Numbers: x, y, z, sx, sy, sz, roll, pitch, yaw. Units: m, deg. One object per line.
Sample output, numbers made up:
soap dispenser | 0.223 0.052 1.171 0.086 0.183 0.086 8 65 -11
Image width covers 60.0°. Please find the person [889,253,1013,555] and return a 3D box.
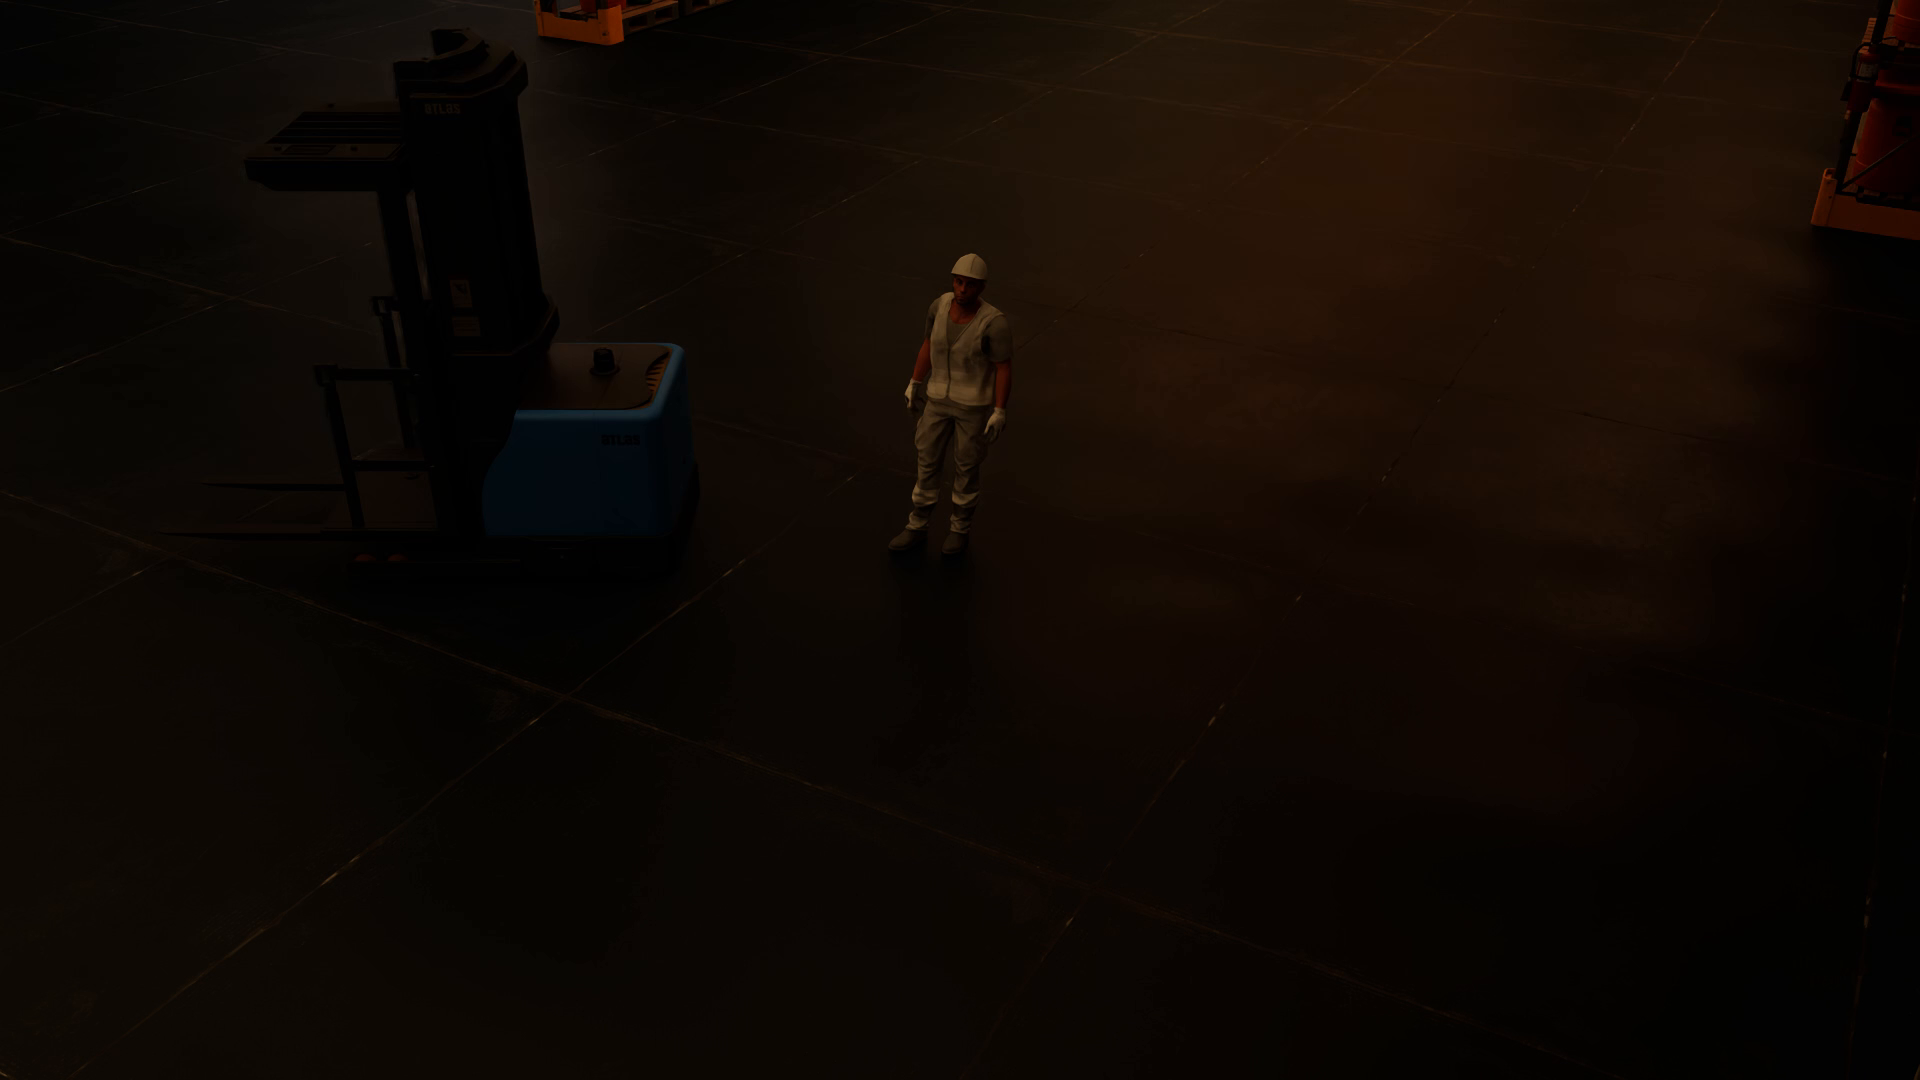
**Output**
person | -0.050 -0.749 9.496 0.637 1.790 0.562 15 33 25

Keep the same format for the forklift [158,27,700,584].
forklift | -3.136 -1.283 9.294 3.031 2.935 1.130 0 30 0
